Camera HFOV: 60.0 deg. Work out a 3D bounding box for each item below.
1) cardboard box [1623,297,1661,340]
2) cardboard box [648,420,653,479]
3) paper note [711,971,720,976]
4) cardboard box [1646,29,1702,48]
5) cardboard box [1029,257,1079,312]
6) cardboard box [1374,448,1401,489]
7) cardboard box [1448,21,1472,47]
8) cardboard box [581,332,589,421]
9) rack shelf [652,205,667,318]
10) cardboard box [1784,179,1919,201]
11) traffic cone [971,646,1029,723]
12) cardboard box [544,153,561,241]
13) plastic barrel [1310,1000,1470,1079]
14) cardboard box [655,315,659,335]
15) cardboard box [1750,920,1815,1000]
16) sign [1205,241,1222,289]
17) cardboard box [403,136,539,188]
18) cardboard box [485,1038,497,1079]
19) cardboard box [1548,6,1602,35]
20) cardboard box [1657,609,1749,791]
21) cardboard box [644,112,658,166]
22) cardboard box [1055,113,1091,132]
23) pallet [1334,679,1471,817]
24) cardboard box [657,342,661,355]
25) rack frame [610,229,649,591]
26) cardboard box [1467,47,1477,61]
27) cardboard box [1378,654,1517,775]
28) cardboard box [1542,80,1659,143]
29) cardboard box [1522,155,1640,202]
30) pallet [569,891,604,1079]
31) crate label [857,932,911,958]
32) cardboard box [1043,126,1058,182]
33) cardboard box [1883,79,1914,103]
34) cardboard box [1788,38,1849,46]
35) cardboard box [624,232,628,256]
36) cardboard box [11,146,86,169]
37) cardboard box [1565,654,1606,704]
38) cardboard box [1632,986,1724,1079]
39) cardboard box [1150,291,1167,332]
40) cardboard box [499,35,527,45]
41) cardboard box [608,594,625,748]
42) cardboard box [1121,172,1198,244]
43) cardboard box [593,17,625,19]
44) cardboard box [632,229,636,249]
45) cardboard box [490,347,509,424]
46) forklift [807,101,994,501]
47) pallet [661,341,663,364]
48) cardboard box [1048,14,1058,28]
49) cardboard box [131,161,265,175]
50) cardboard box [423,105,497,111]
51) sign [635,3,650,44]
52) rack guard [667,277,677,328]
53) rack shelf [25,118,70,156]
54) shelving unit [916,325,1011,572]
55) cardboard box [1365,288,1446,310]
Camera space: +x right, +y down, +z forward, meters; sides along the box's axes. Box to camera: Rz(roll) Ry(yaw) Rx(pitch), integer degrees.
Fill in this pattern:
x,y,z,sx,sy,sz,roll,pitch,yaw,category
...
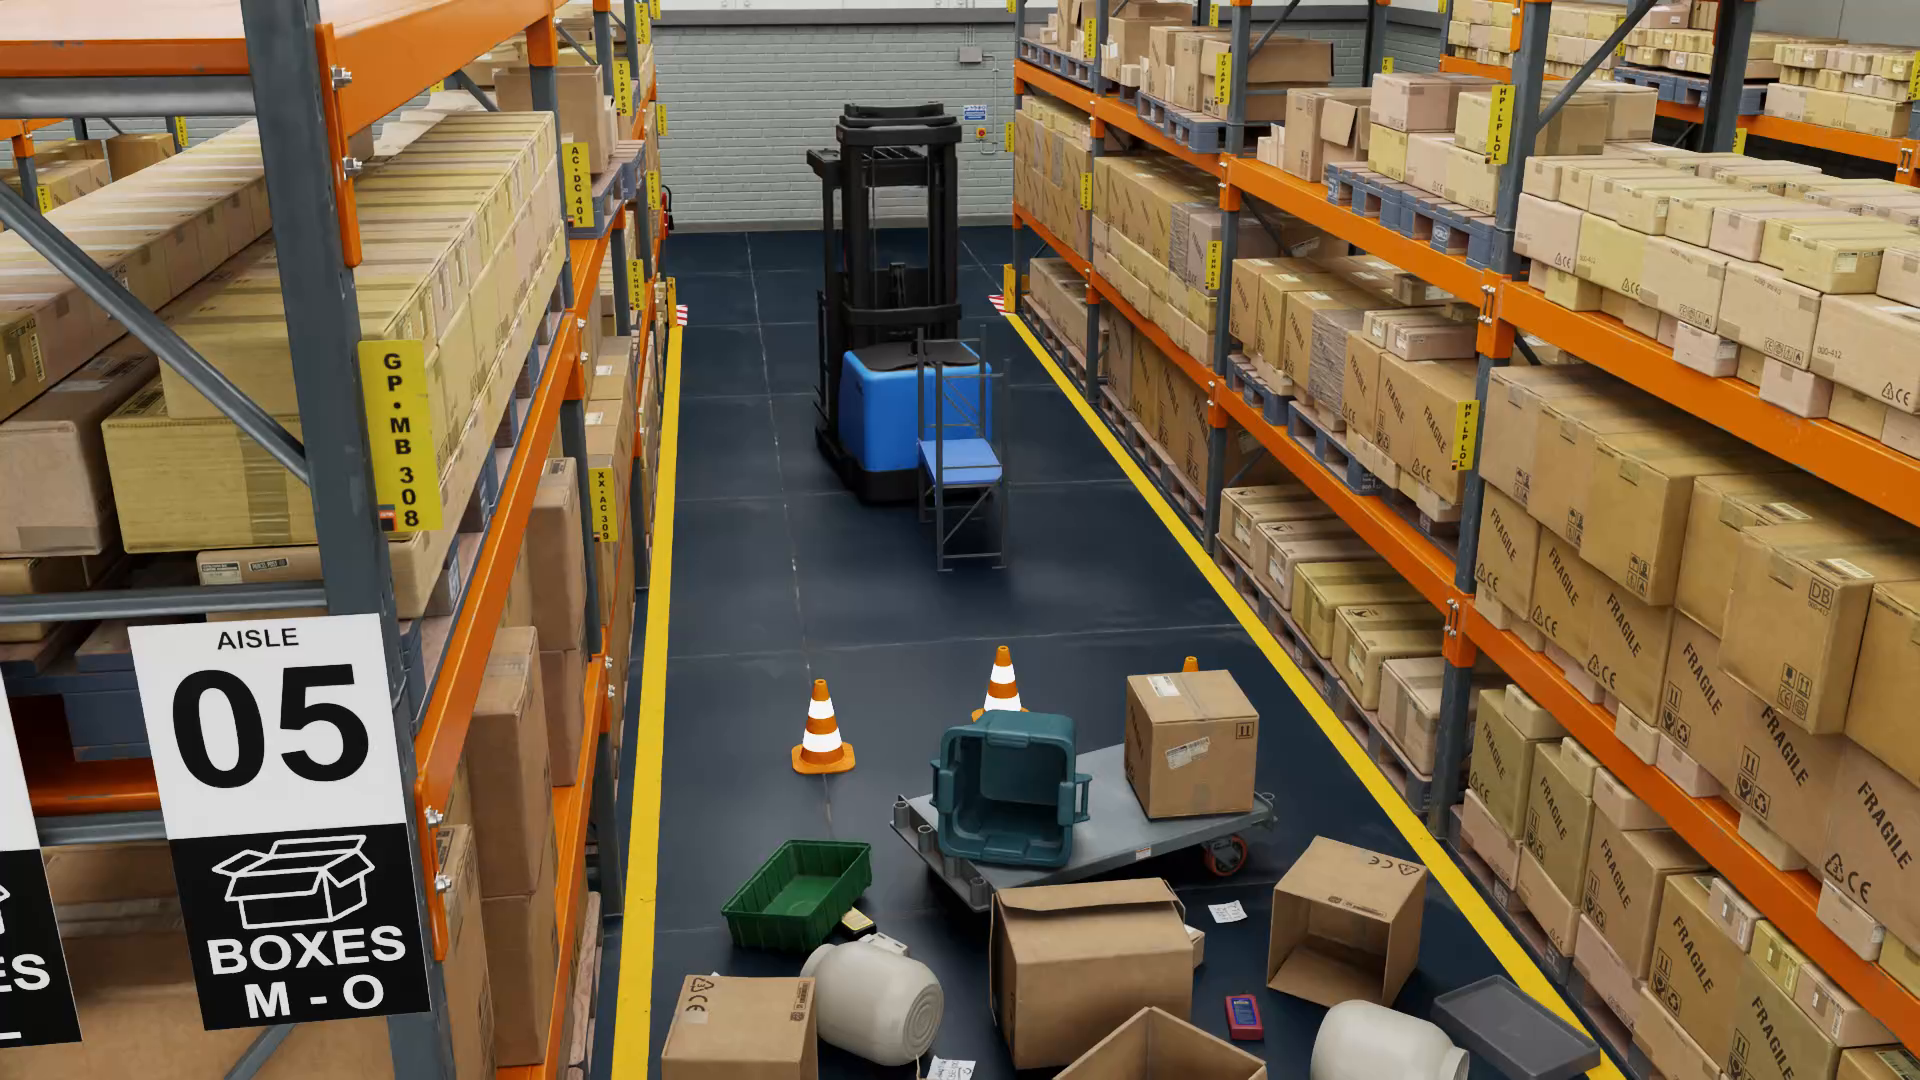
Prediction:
x,y,z,sx,sy,sz,roll,pitch,yaw,category
2.767,-0.865,6.316,0.380,0.149,0.250,-2,21,-6,cardboard box
-2.624,-0.695,12.763,0.500,0.500,0.500,-3,21,-9,cardboard box
-1.051,1.902,7.078,0.142,0.020,0.147,17,27,39,paper note
6.316,-4.438,14.714,0.380,0.149,0.250,-3,21,-7,cardboard box
1.304,-2.888,18.723,0.875,0.438,0.875,-4,21,-10,cardboard box
2.400,-0.383,8.713,0.380,0.149,0.250,-3,21,-9,cardboard box
5.815,-5.673,18.621,0.500,0.250,0.500,-3,21,-8,cardboard box
-2.341,-0.890,8.740,0.700,0.500,0.500,-3,21,-8,cardboard box
-3.485,-2.801,16.456,1.077,0.370,4.000,-3,21,-8,rack shelf
3.331,-1.258,6.230,0.380,0.149,0.250,-2,21,-6,cardboard box
0.245,0.820,9.360,0.336,0.463,0.334,-3,21,-8,traffic cone
-1.719,-1.236,5.997,0.500,0.250,0.500,-3,21,-8,cardboard box
1.621,1.993,6.275,0.512,0.421,0.421,12,24,30,plastic barrel
-3.124,-2.080,16.121,0.380,0.149,0.250,-2,21,-7,cardboard box
2.891,1.386,5.549,0.380,0.149,0.250,-3,21,-7,cardboard box
1.715,-1.858,11.249,0.100,0.325,0.005,-3,21,-8,sign
-1.568,-1.208,5.354,0.380,0.149,0.250,-3,21,-7,cardboard box
-1.666,1.324,4.170,0.875,0.550,0.550,-3,21,-8,cardboard box
6.141,-5.204,16.649,0.500,0.250,0.500,-3,21,-7,cardboard box
2.875,0.541,5.912,0.500,0.500,0.500,-3,21,-7,cardboard box
-3.304,-3.984,16.598,0.500,0.500,0.500,-2,21,-5,cardboard box
1.156,-4.170,16.594,0.380,0.149,0.250,-3,21,-8,cardboard box
2.726,1.077,9.031,1.003,0.211,1.213,-3,21,-8,pallet
-3.159,-1.896,16.480,0.380,0.149,0.250,-3,21,-9,cardboard box
-2.620,-1.060,10.768,1.000,3.000,0.127,-3,21,-8,rack frame
5.901,-5.442,18.573,0.380,0.149,0.250,-3,21,-7,cardboard box
2.762,0.893,8.694,0.950,0.372,0.625,-3,21,-7,cardboard box
3.071,-2.120,8.219,0.500,0.250,0.500,-3,21,-9,cardboard box
2.562,-1.496,6.866,0.380,0.149,0.250,-3,21,-9,cardboard box
-2.011,1.898,6.832,1.003,0.211,1.213,-3,21,-8,pallet
-0.362,1.816,7.157,0.250,0.136,0.298,17,27,39,crate label
1.134,-3.920,16.854,0.500,0.500,0.500,-3,21,-8,cardboard box
6.885,-3.229,11.932,0.380,0.149,0.250,-2,21,-7,cardboard box
7.005,-4.022,13.600,0.380,0.149,0.250,-2,21,-6,cardboard box
-2.801,-2.315,13.036,0.380,0.149,0.250,-4,21,-10,cardboard box
-8.741,-3.503,16.026,0.500,0.500,0.500,-3,21,-9,cardboard box
2.725,0.546,6.827,0.380,0.149,0.250,-2,21,-6,cardboard box
2.886,1.889,6.200,0.500,0.250,0.500,-4,21,-10,cardboard box
1.788,-1.788,12.930,0.500,0.250,0.500,-3,21,-8,cardboard box
-3.141,-3.442,11.621,0.396,0.266,0.258,-3,21,-8,cardboard box
-2.357,0.637,8.838,1.050,0.750,0.750,-3,21,-8,cardboard box
1.636,-2.730,13.666,0.500,0.500,0.500,-3,21,-9,cardboard box
-3.090,-4.586,14.851,0.380,0.149,0.250,-4,21,-9,cardboard box
-2.944,-2.536,14.052,0.380,0.149,0.250,-2,21,-6,cardboard box
-1.381,-0.393,4.311,0.380,0.149,0.250,-3,21,-8,cardboard box
-0.625,-2.152,13.790,1.130,2.935,3.031,-6,21,-15,forklift
-3.508,-1.793,16.715,1.003,0.211,1.213,-3,21,-8,pallet
1.264,-5.542,17.952,0.500,0.250,0.500,-5,21,-13,cardboard box
-2.143,-0.996,4.785,0.380,0.149,0.250,-3,21,-8,cardboard box
-2.661,-2.204,9.013,0.500,0.250,0.500,-2,21,-6,cardboard box
-2.648,-4.306,13.870,0.100,0.325,0.005,-3,21,-8,sign
-3.763,-2.633,18.551,1.175,0.500,0.348,-3,21,-8,rack guard
-8.408,-3.991,15.355,1.077,0.370,4.000,-3,21,-8,rack shelf
0.012,-0.673,11.875,0.538,1.500,1.048,-3,21,-8,shelving unit
2.763,-1.231,10.058,0.500,0.500,0.500,-4,21,-11,cardboard box
